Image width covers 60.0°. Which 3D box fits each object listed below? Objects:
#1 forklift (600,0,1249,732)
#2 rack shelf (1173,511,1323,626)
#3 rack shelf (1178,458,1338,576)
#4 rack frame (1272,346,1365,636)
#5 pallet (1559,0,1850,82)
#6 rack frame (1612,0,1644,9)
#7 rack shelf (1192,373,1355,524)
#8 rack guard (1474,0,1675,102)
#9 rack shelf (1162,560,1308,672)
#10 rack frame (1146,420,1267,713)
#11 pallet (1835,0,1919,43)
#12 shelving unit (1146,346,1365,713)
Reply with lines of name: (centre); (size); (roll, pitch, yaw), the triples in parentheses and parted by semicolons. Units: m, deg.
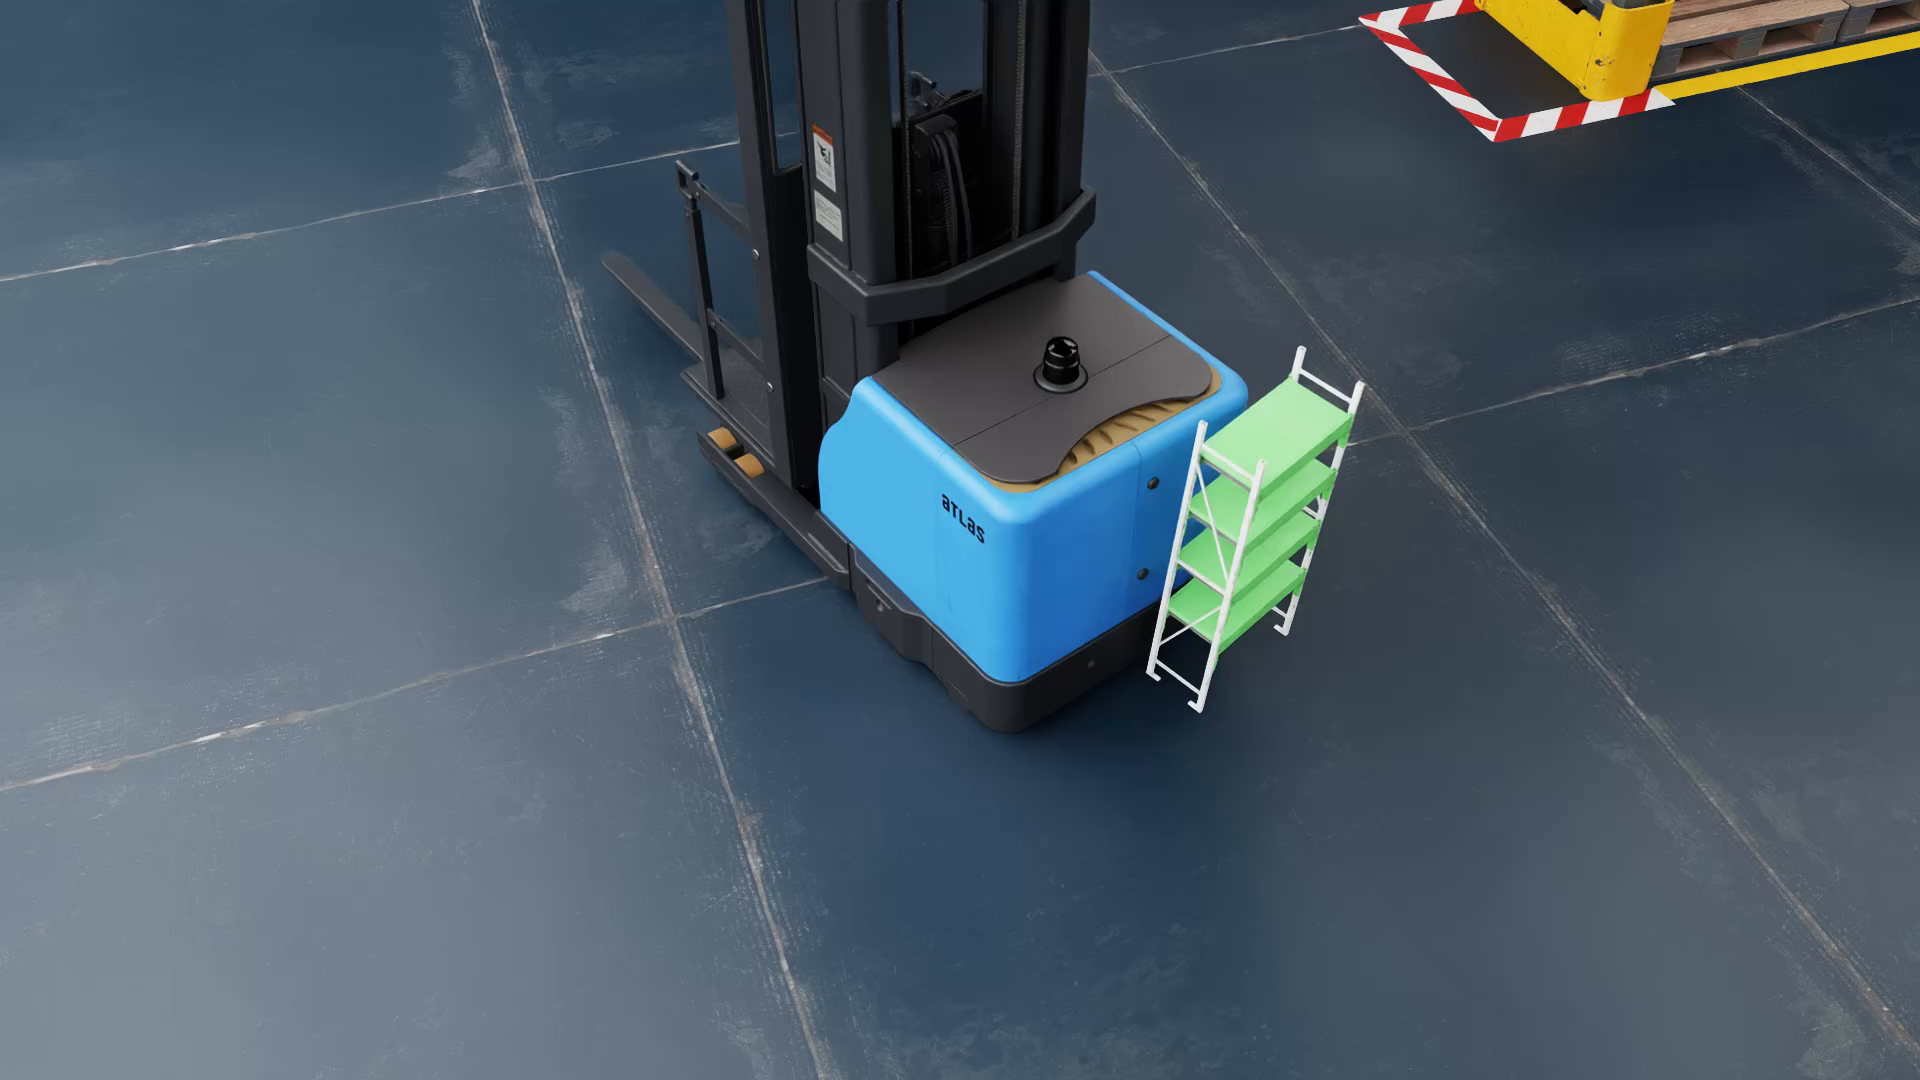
forklift: (-0.364, -1.392, 5.569); (1.130, 2.935, 3.031); (-28, 52, -25)
rack shelf: (0.932, 0.037, 5.444); (0.258, 0.148, 0.480); (37, 56, 26)
rack shelf: (0.943, -0.124, 5.267); (0.258, 0.148, 0.480); (37, 56, 26)
rack frame: (1.105, -0.130, 5.520); (0.240, 1.200, 0.015); (37, 56, 26)
pallet: (3.956, -2.918, 9.009); (1.213, 0.211, 1.003); (-14, 47, -14)
rack frame: (3.135, -3.660, 7.780); (0.127, 3.000, 1.000); (-14, 47, -14)
rack shelf: (0.954, -0.285, 5.089); (0.258, 0.148, 0.480); (37, 56, 26)
rack guard: (3.190, -2.828, 8.715); (0.348, 0.500, 1.175); (-14, 47, -14)
rack shelf: (0.920, 0.198, 5.622); (0.258, 0.148, 0.480); (37, 56, 26)
rack frame: (0.764, 0.118, 5.274); (0.240, 1.200, 0.015); (37, 56, 26)
pallet: (5.102, -3.208, 9.299); (1.213, 0.211, 1.003); (-14, 47, -14)
shelving unit: (0.935, -0.006, 5.397); (0.258, 1.200, 0.503); (37, 56, 26)
